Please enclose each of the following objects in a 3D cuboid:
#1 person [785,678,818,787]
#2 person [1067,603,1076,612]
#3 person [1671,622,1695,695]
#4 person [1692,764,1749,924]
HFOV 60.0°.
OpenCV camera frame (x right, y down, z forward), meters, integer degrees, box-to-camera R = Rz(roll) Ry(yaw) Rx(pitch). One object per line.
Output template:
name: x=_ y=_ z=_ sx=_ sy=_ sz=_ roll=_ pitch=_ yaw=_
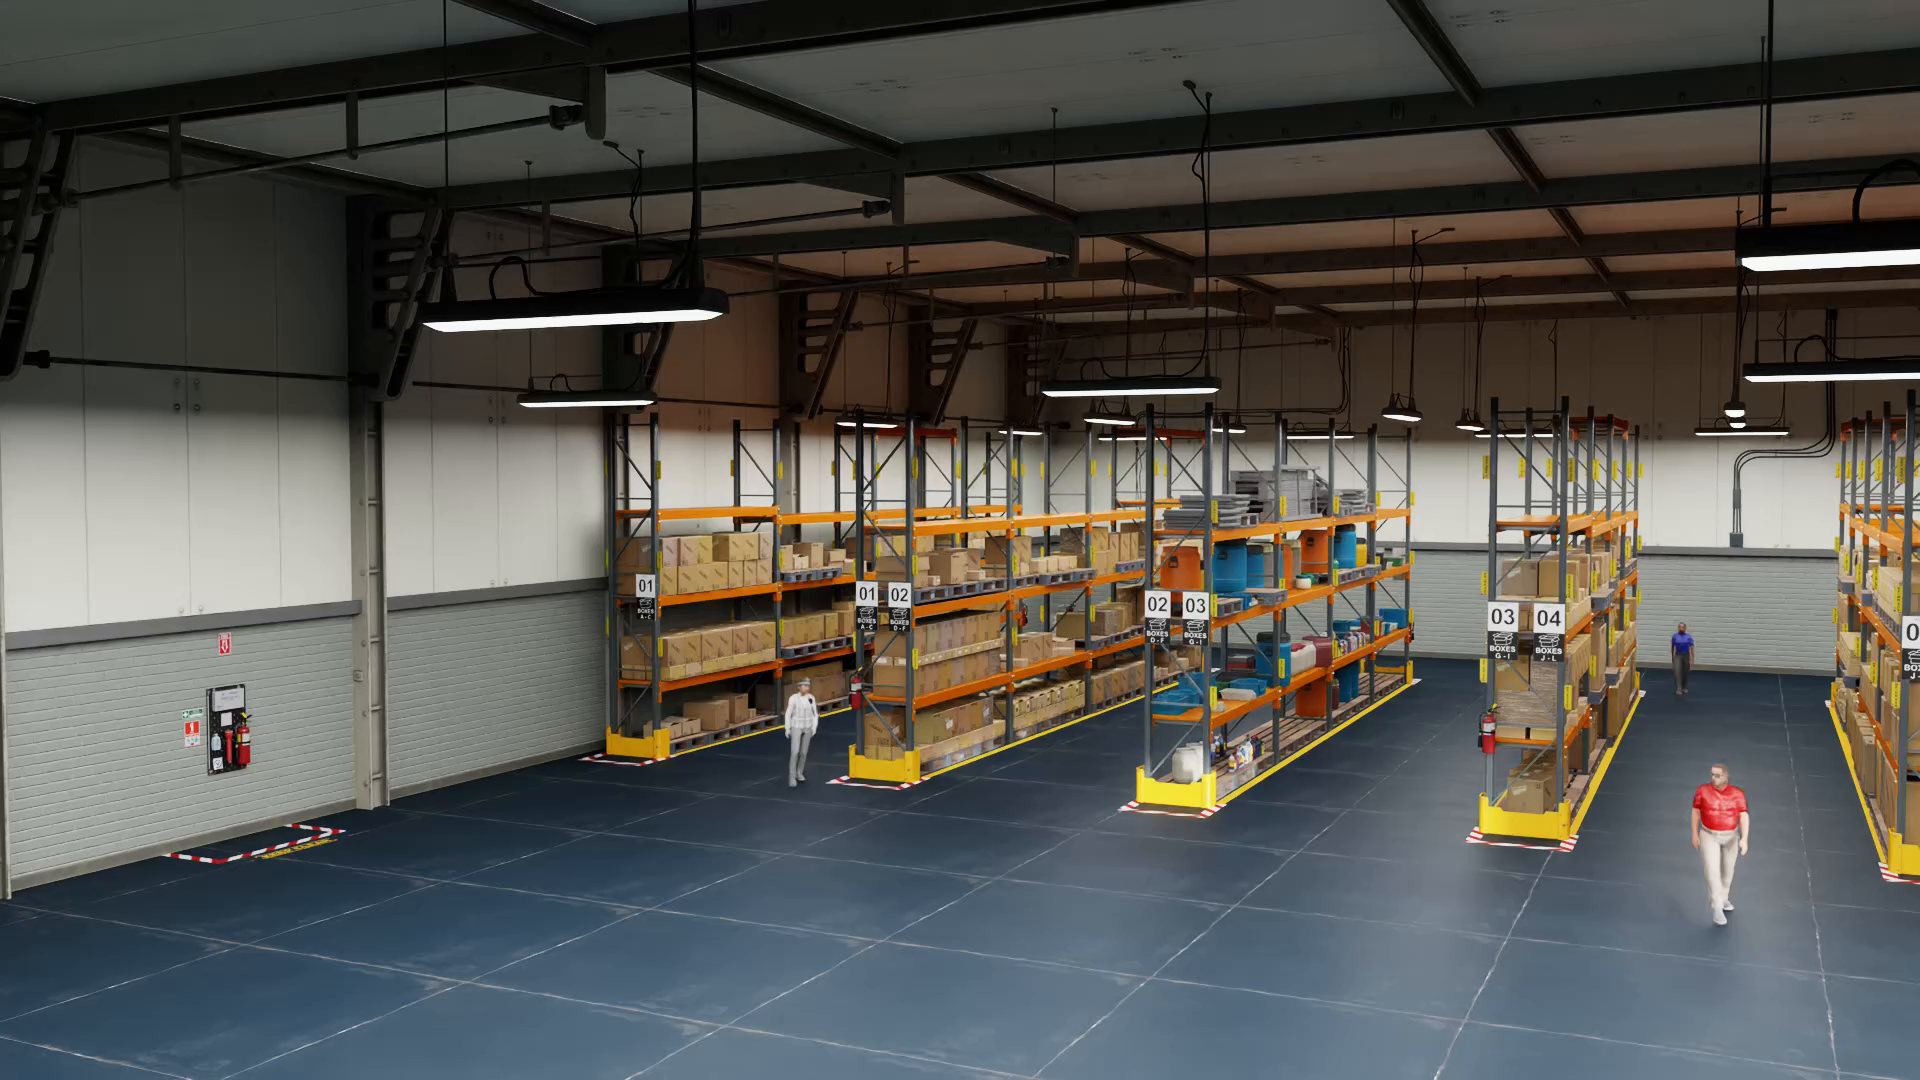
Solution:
person: x=-2.544 y=3.037 z=26.537 sx=0.591 sy=1.681 sz=0.625 roll=-1 pitch=3 yaw=-29
person: x=2.744 y=2.429 z=41.608 sx=0.421 sy=1.711 sz=0.525 roll=0 pitch=2 yaw=-2
person: x=16.009 y=2.626 z=36.824 sx=0.469 sy=1.605 sz=0.960 roll=1 pitch=3 yaw=21
person: x=8.512 y=3.349 z=18.593 sx=0.563 sy=1.691 sz=0.924 roll=1 pitch=2 yaw=16
